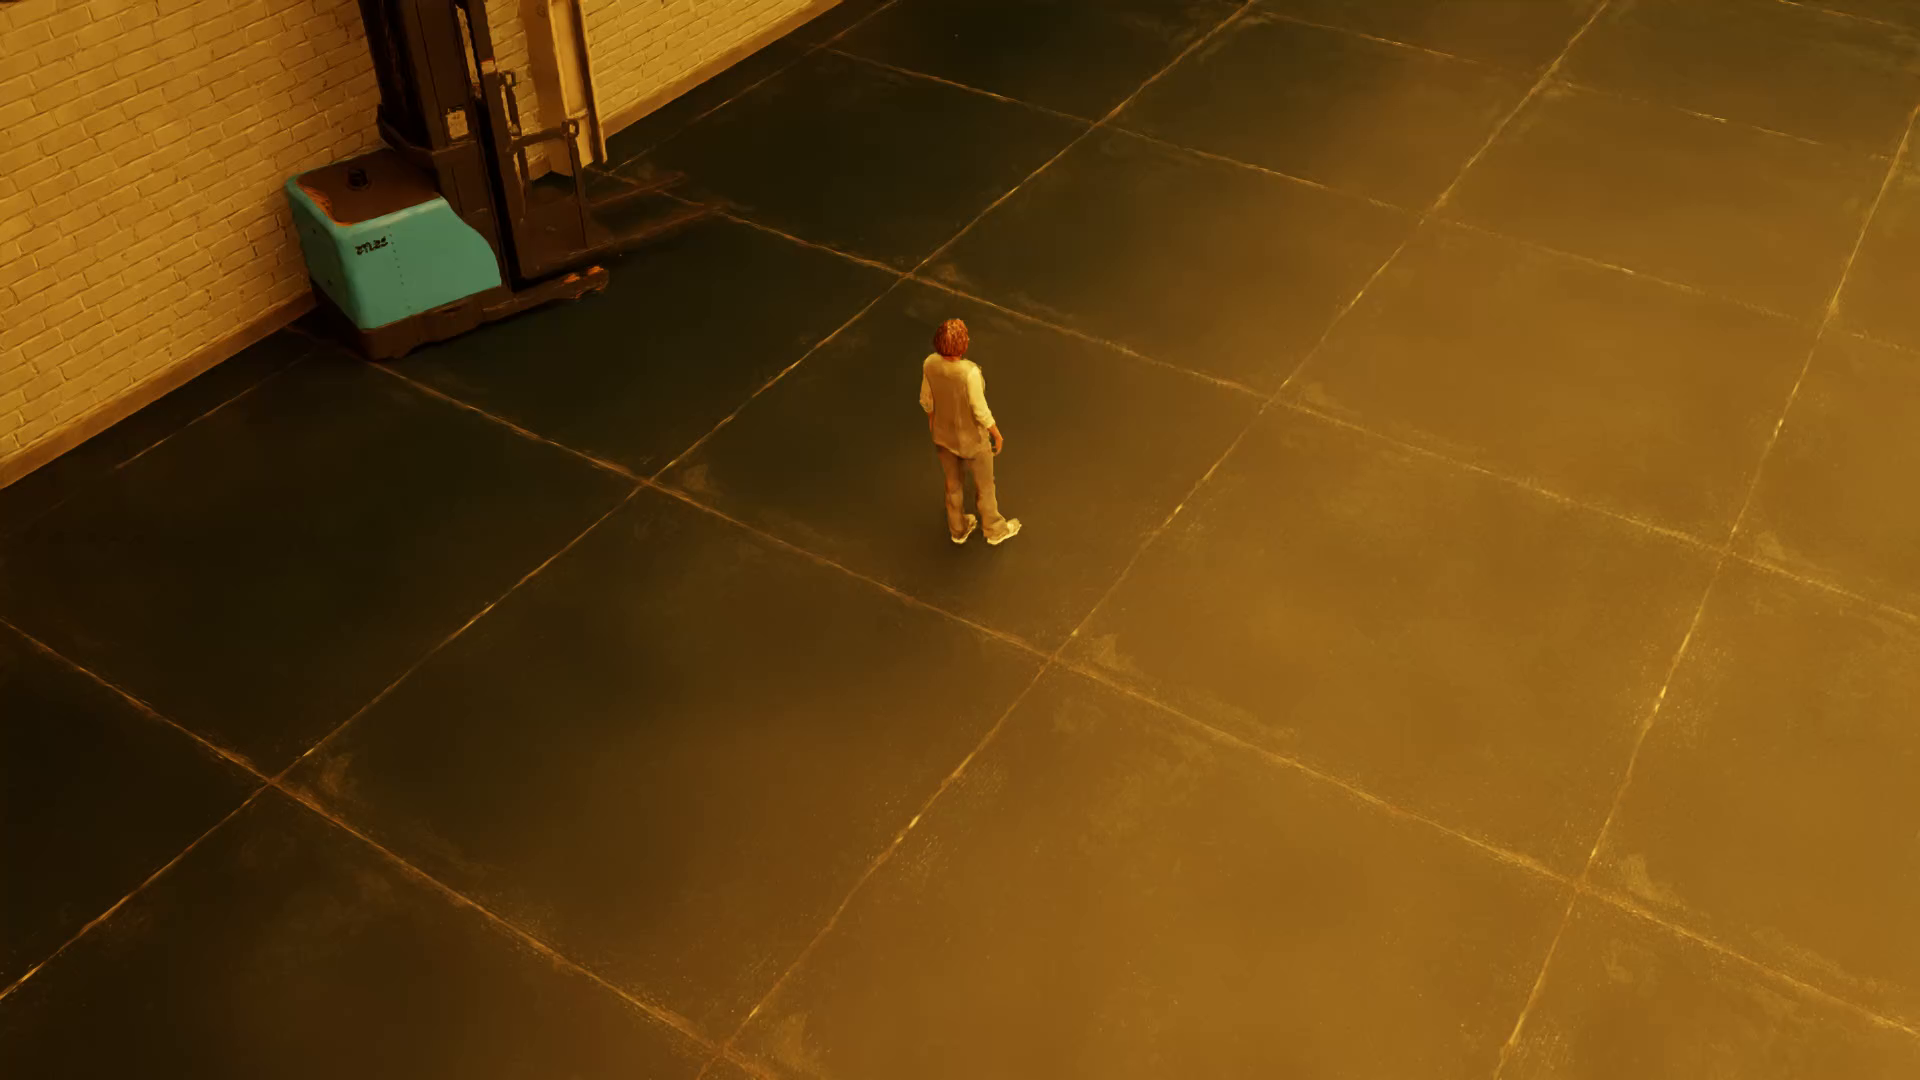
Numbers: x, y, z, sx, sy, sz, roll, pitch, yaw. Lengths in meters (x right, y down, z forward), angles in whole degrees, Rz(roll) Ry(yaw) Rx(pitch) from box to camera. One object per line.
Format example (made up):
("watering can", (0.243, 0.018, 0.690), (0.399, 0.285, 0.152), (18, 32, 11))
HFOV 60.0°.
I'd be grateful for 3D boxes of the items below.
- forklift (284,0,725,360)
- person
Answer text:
("forklift", (-3.236, -3.159, 11.695), (3.031, 2.935, 1.130), (-26, 47, -28))
("person", (0.052, -0.651, 9.756), (0.521, 1.597, 0.473), (22, 45, 24))
